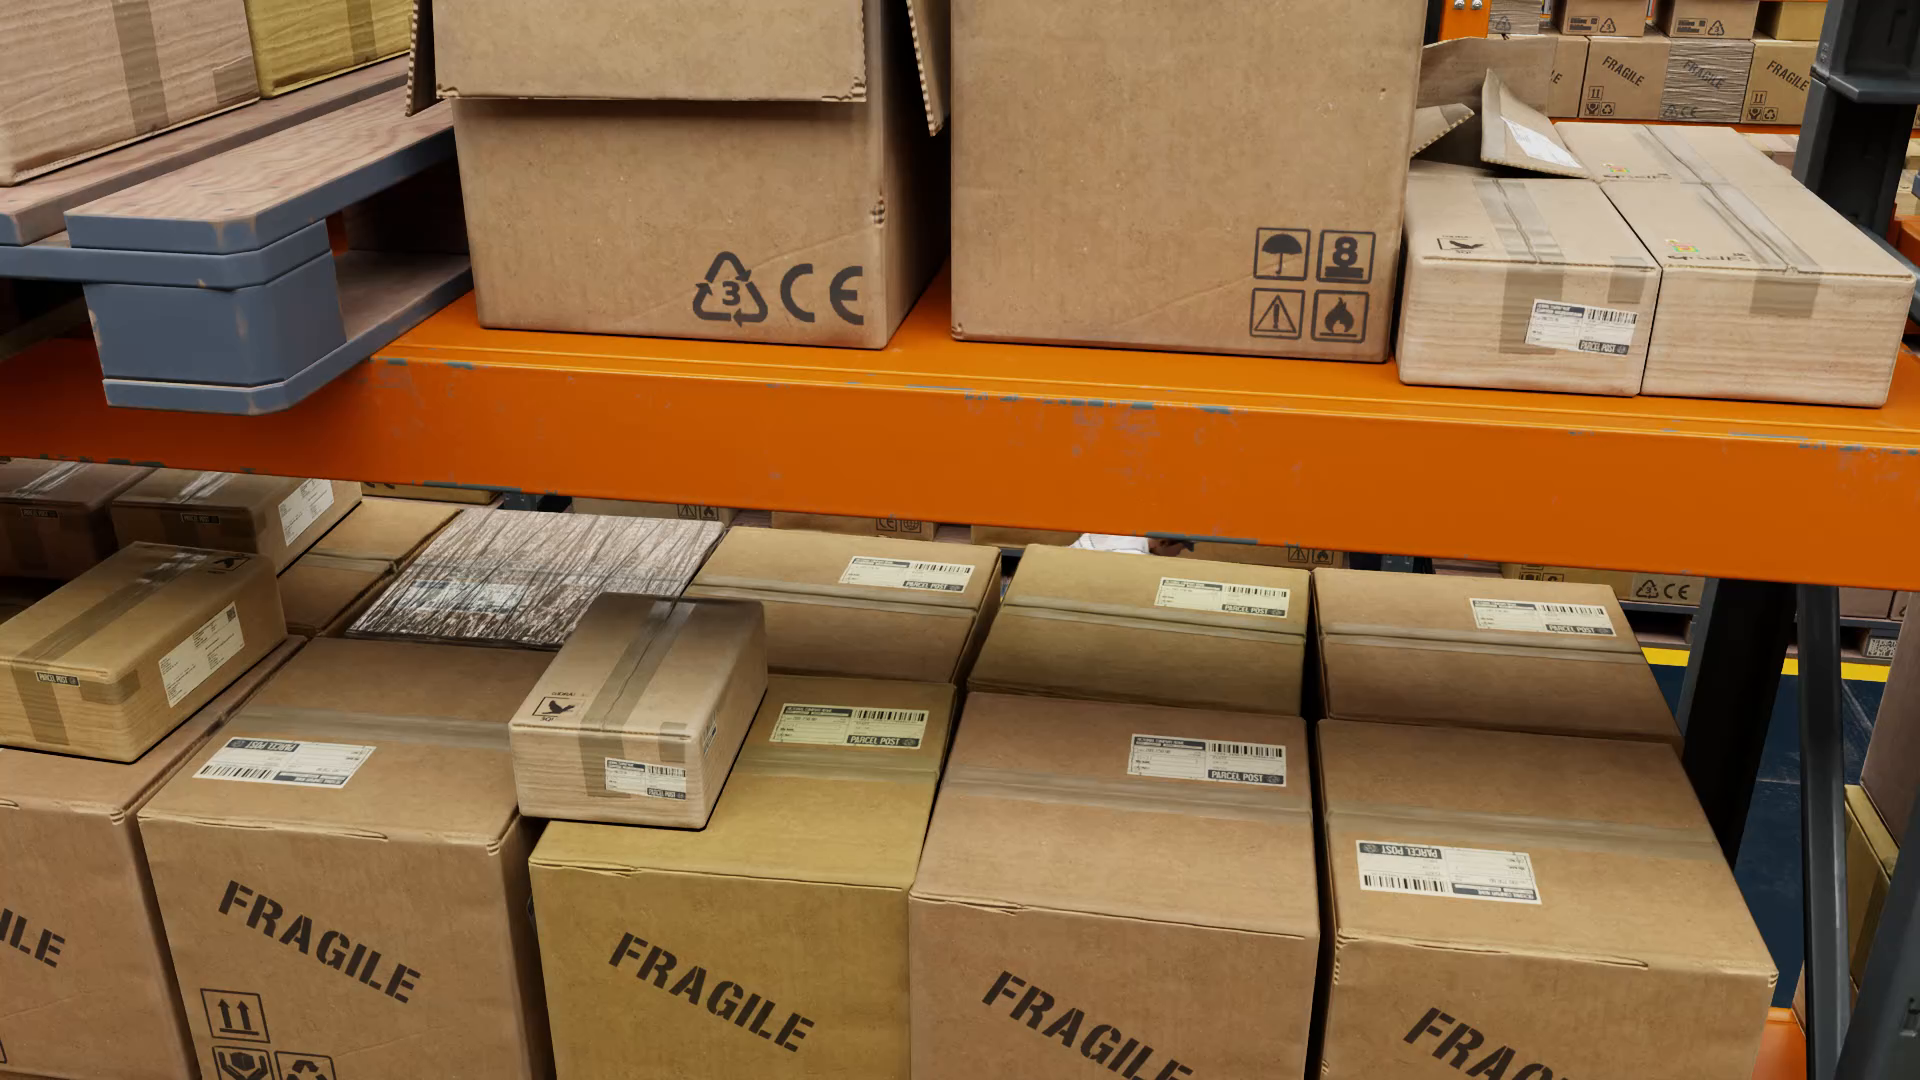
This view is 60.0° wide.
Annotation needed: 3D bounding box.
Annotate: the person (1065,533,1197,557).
[{"bbox_3d":[0.597,0.258,6.389,0.839,0.976,0.469,3,25,7],"label":"person"}]
